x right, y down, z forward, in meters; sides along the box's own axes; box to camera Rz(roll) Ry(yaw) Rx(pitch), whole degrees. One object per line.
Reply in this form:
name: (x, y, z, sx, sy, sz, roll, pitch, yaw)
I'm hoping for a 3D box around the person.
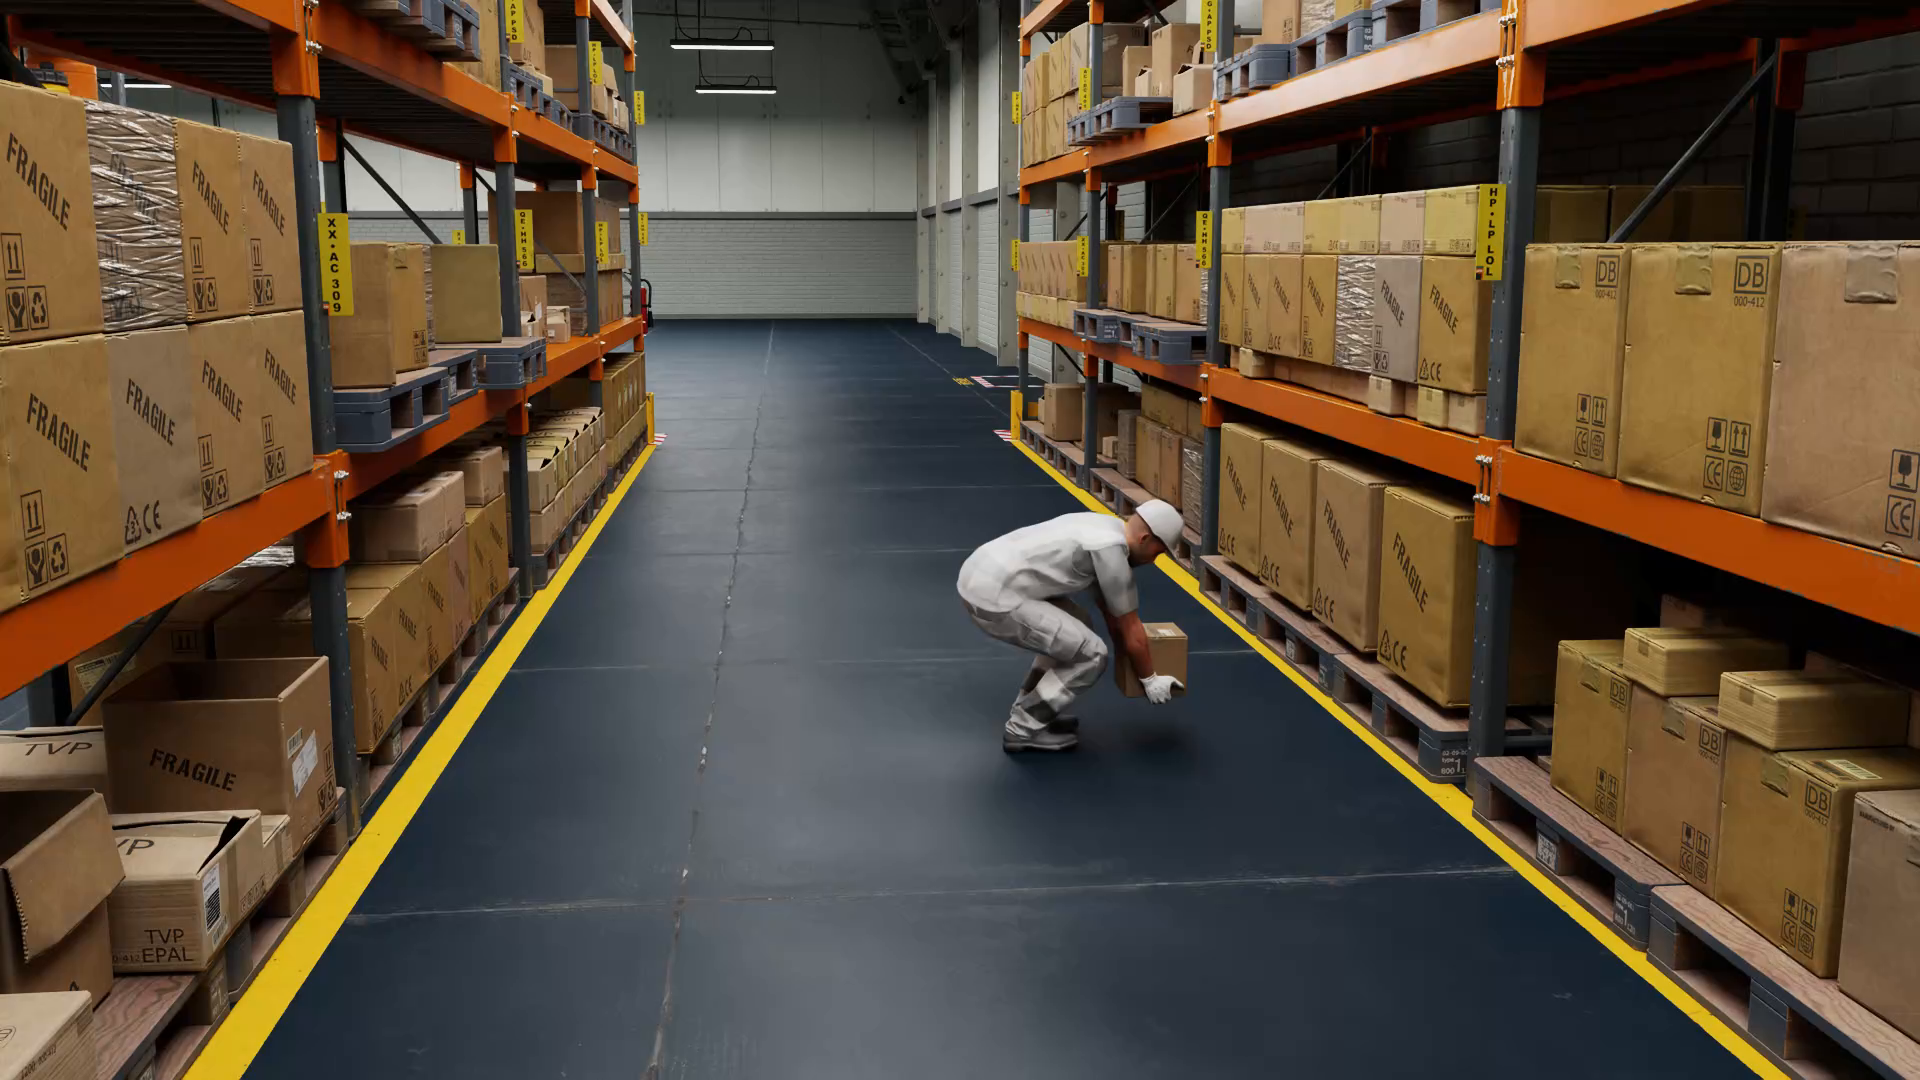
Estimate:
person: (0.469, 0.329, 6.759, 0.956, 0.994, 0.525, -2, 10, -9)
